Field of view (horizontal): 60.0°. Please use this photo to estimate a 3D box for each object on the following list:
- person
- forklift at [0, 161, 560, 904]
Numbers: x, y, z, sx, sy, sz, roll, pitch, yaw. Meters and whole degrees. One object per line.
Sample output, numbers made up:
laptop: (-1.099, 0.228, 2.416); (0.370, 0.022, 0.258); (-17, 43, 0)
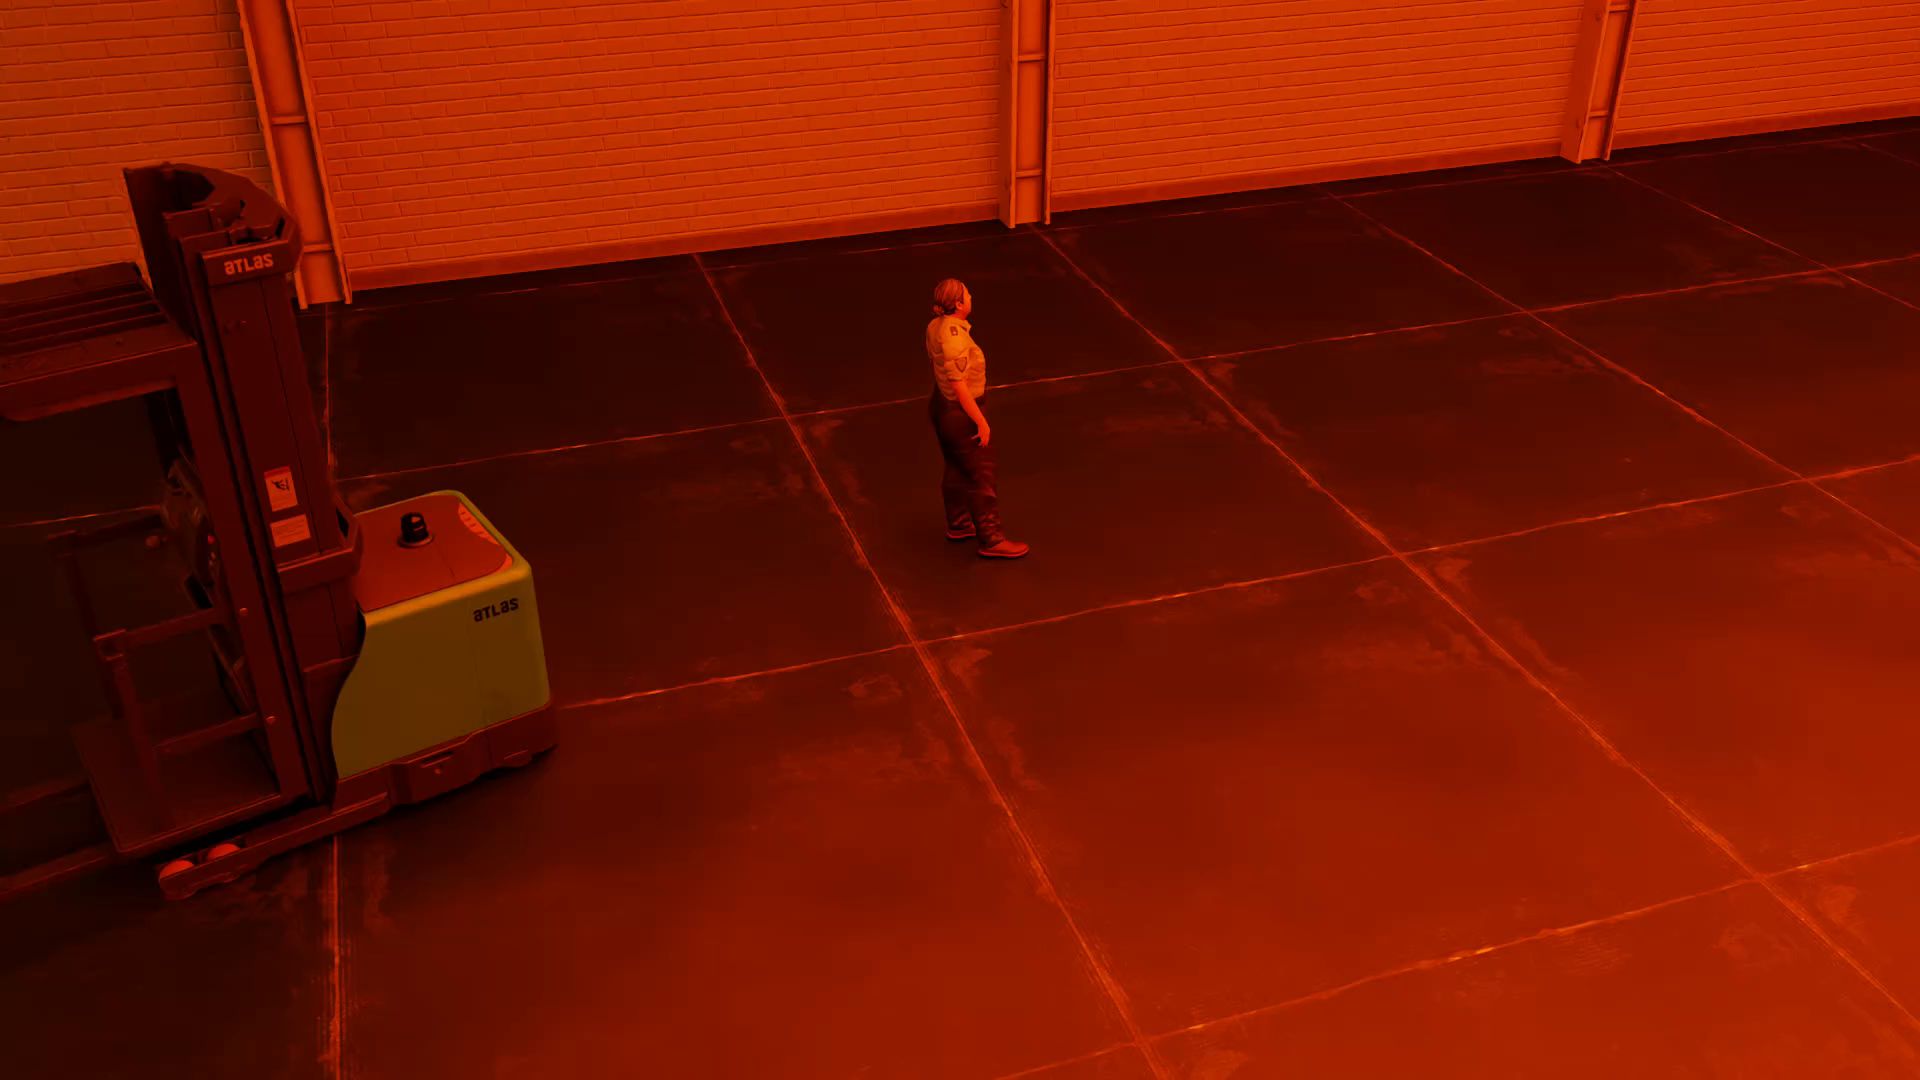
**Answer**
person: (0.093, -0.724, 9.618); (0.502, 1.651, 0.598); (-10, 31, -16)
forklift: (-3.471, 0.004, 7.080); (3.031, 2.935, 1.130); (-19, 35, -30)
